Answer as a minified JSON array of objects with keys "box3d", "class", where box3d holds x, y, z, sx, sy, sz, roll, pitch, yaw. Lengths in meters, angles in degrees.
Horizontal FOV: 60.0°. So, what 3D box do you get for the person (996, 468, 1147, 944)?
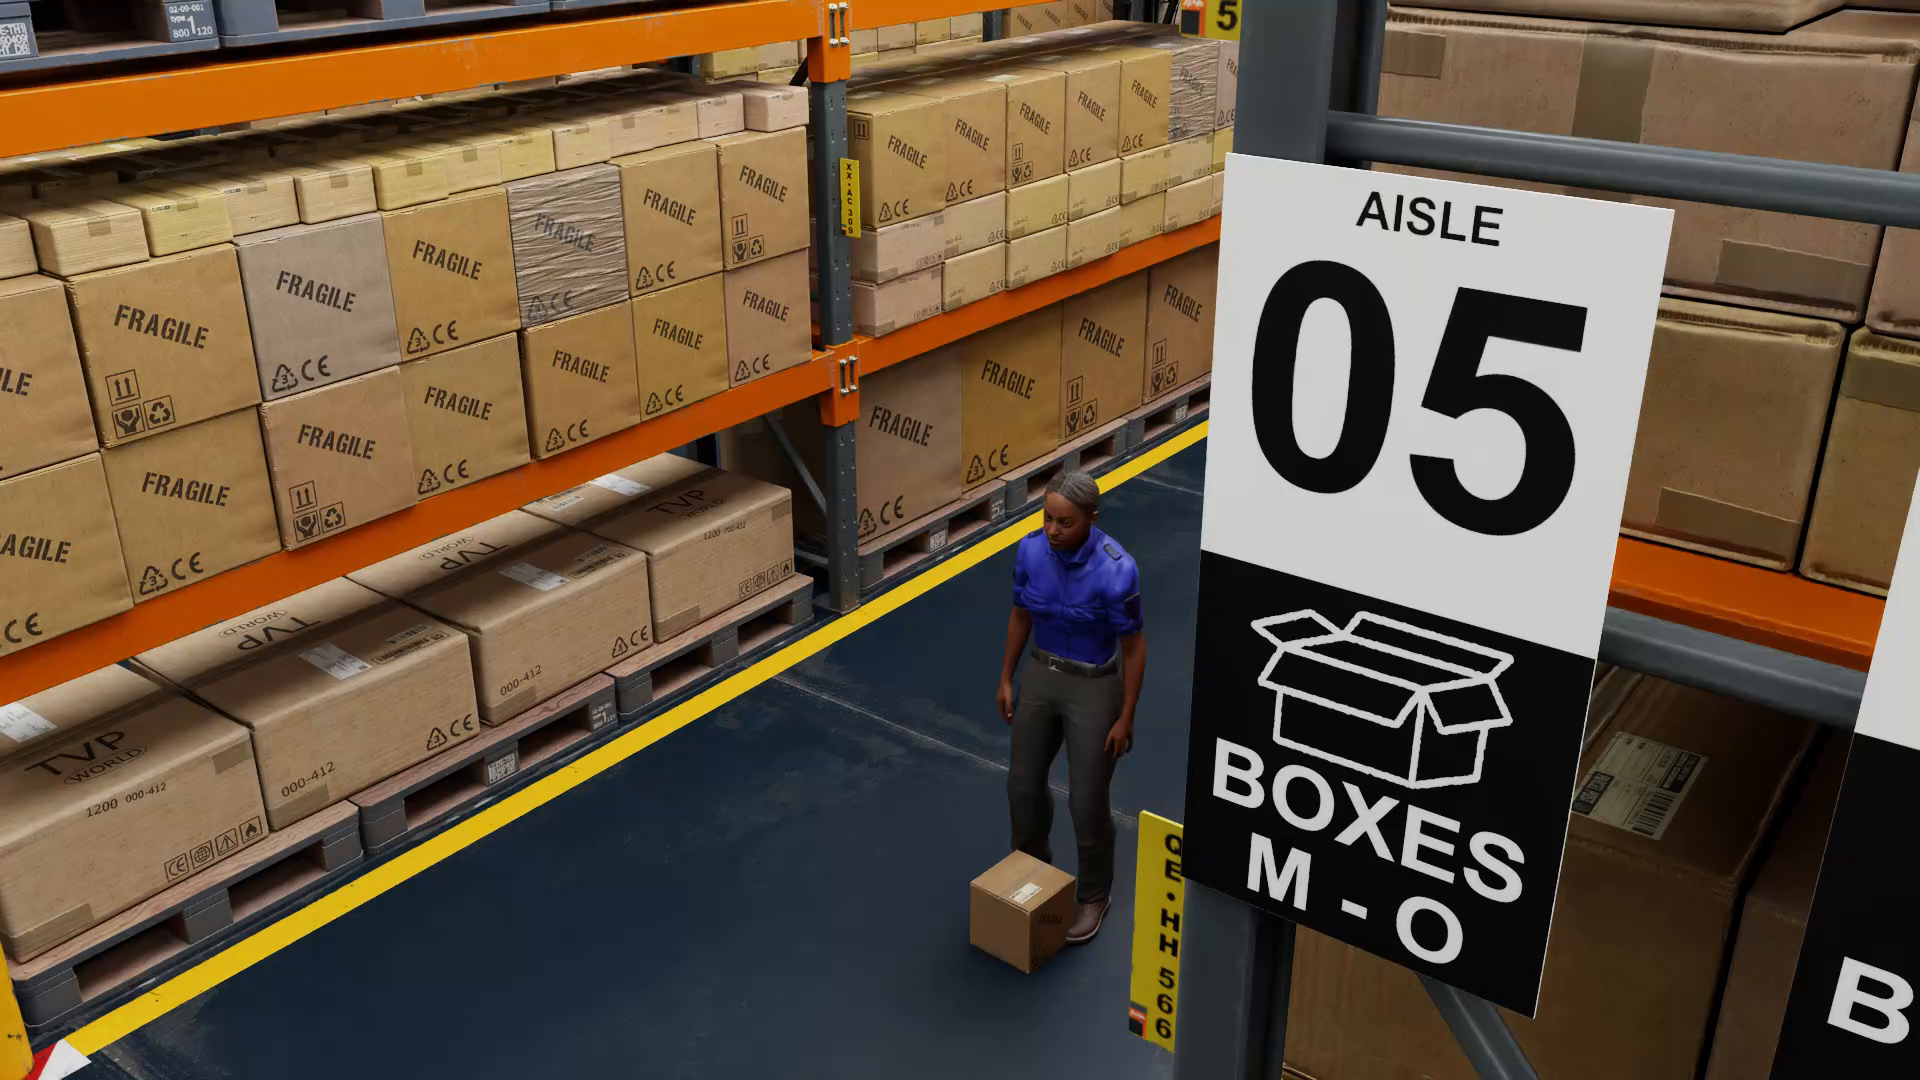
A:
[{"box3d":[0.346,0.515,5.429,0.530,1.656,0.346,15,28,31],"class":"person"}]
